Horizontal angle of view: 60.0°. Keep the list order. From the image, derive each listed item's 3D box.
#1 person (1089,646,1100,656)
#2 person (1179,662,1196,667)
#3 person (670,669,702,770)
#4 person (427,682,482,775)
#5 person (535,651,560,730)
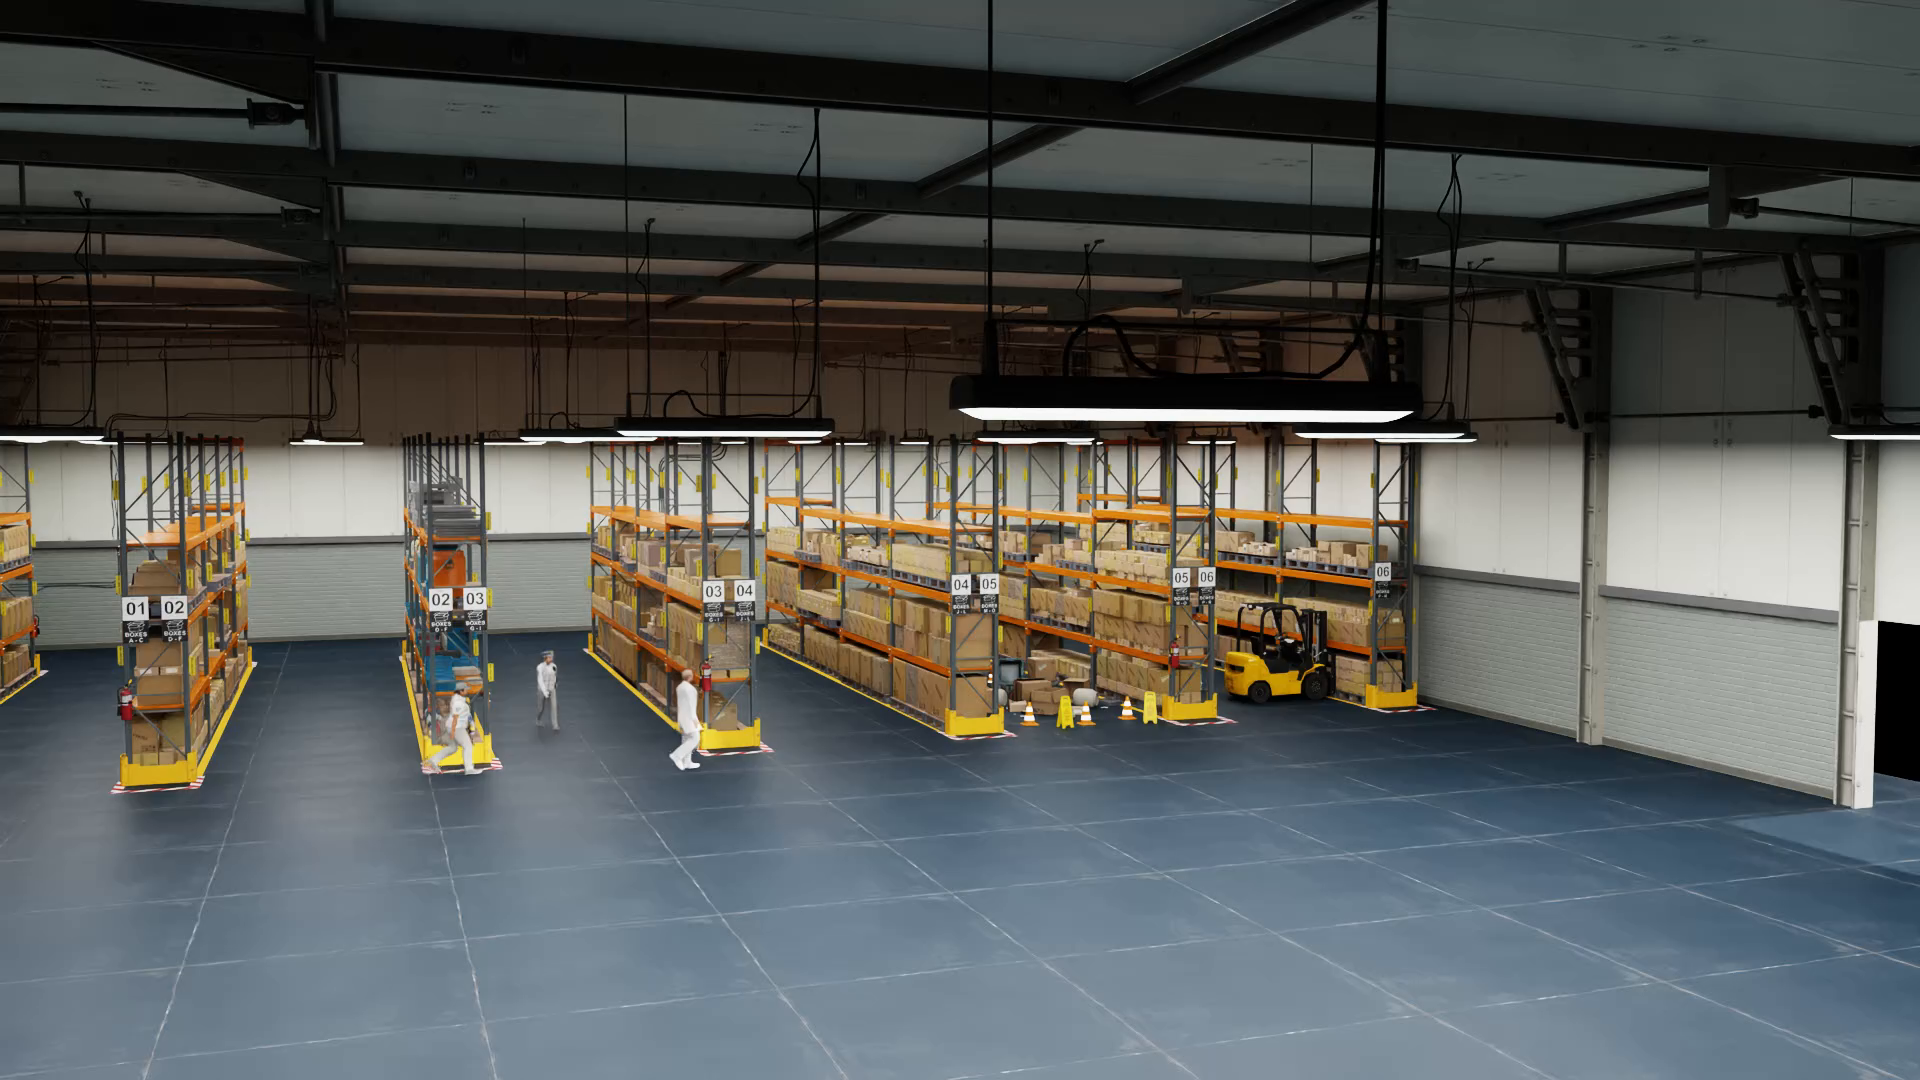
[{"bbox_3d":[3.929,2.339,45.607,0.549,1.812,0.688,-2,4,-34],"label":"person"},{"bbox_3d":[5.466,2.724,39.581,0.462,1.715,0.595,-1,3,-25],"label":"person"},{"bbox_3d":[-4.878,3.178,29.465,0.567,1.777,0.602,-1,3,-21],"label":"person"},{"bbox_3d":[-8.851,3.289,29.069,0.947,1.613,0.492,-1,3,-12],"label":"person"},{"bbox_3d":[-8.363,3.039,33.793,0.466,1.582,1.067,-2,4,-33],"label":"person"}]
